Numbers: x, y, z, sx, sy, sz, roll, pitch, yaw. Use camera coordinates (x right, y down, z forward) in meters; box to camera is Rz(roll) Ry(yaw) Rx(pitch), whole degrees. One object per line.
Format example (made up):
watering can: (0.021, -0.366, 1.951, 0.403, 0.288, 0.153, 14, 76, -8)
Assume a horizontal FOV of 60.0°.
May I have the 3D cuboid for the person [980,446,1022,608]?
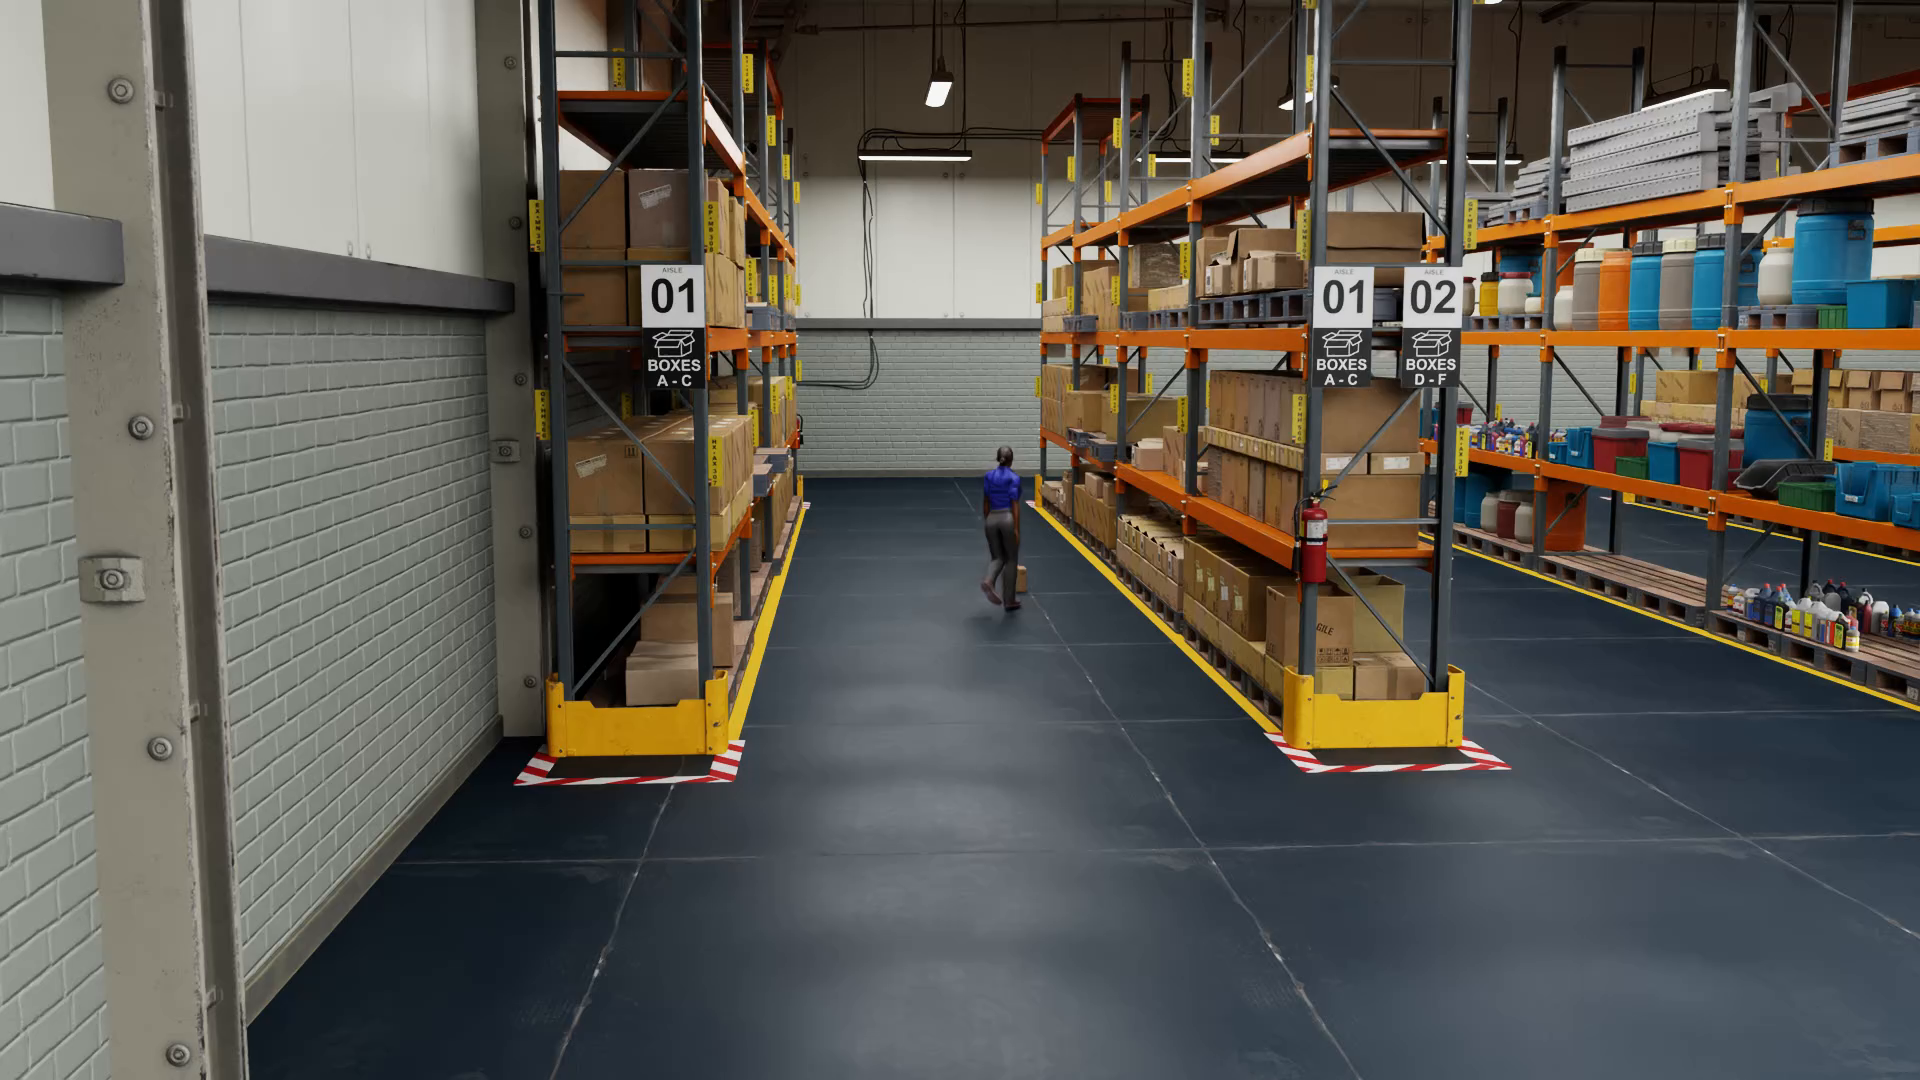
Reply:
person: (0.368, -0.123, 16.716, 0.472, 1.639, 0.629, 5, 8, 35)
